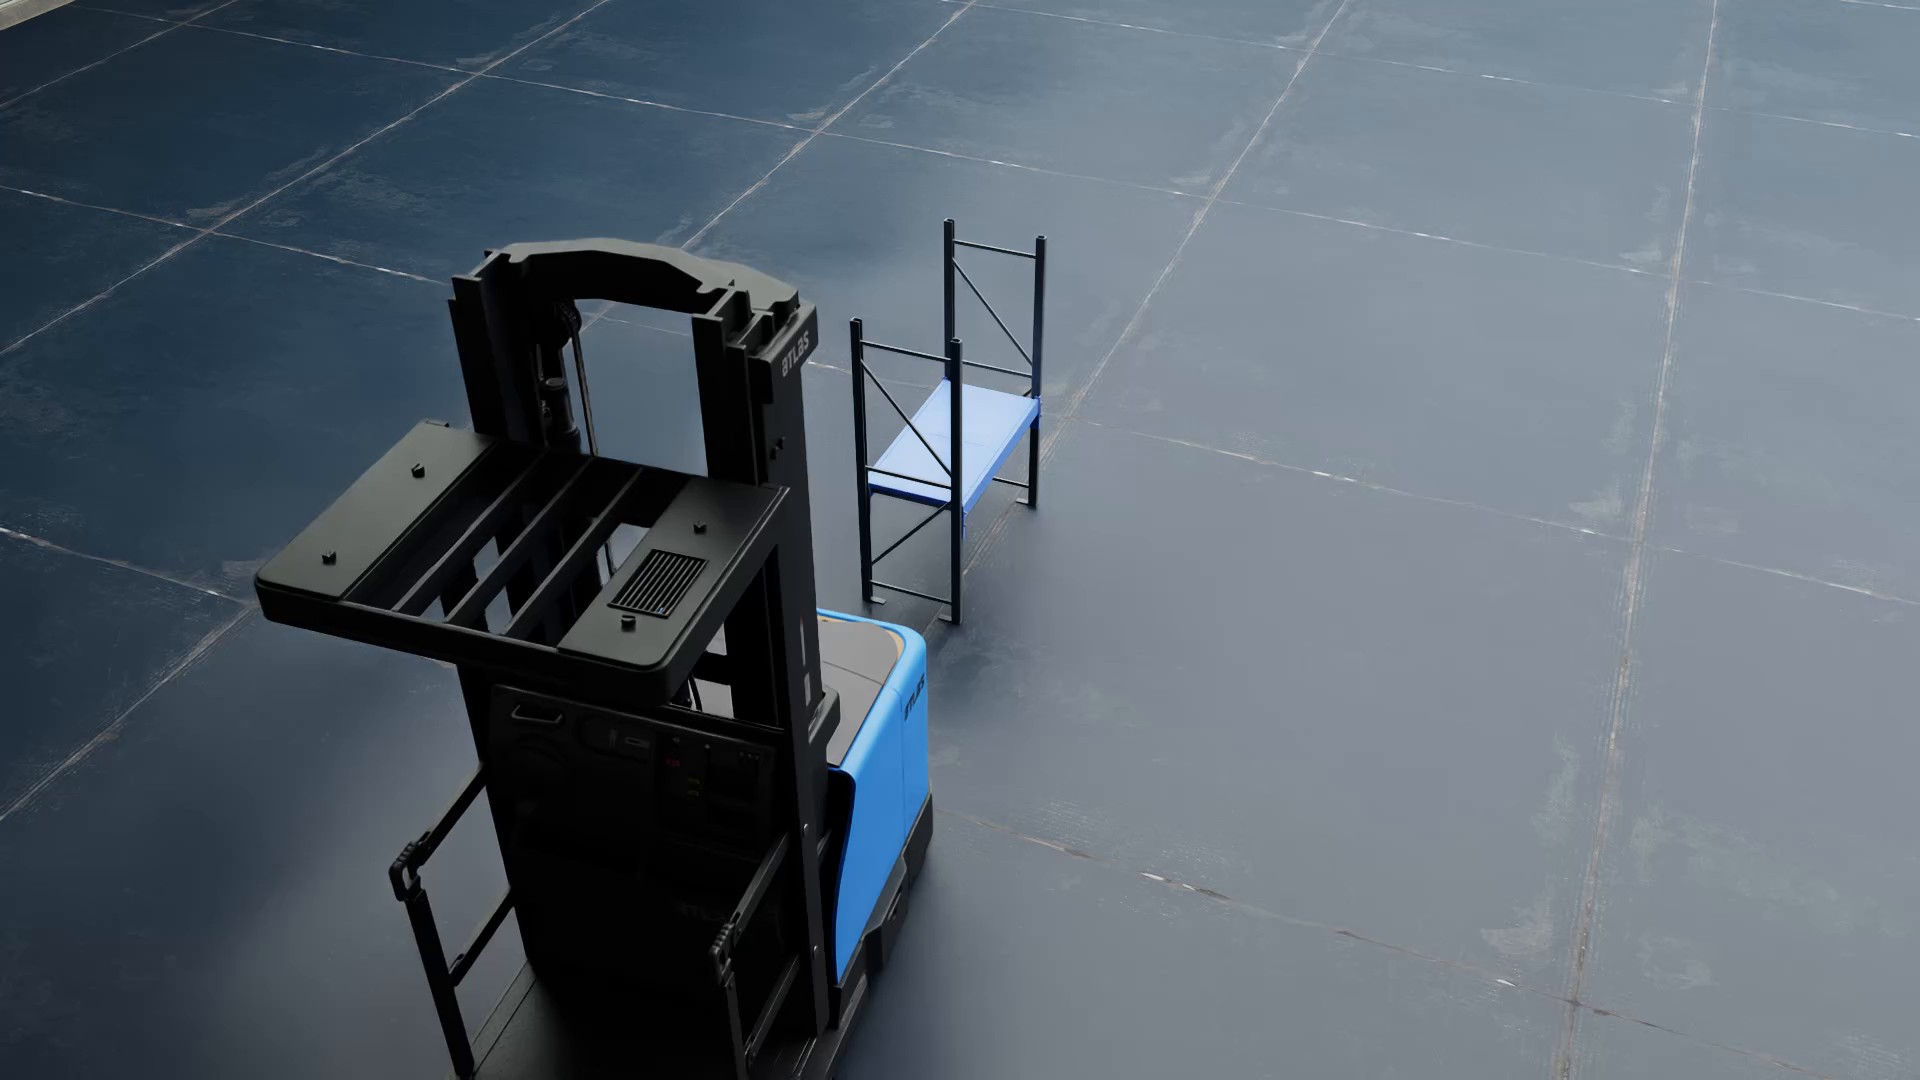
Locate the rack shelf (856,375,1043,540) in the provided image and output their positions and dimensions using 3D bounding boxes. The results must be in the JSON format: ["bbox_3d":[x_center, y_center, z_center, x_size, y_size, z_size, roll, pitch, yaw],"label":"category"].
[{"bbox_3d":[-0.032,-0.409,7.845,0.538,0.185,1.000,14,39,18],"label":"rack shelf"}]

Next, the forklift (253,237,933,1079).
[{"bbox_3d":[-1.045,0.761,4.783,1.130,2.935,3.031,11,38,14],"label":"forklift"}]

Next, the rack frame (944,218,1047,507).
[{"bbox_3d":[0.161,-0.835,8.114,0.500,1.500,0.032,14,39,18],"label":"rack frame"}]

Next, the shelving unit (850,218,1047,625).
[{"bbox_3d":[-0.032,-0.553,7.738,0.538,1.500,1.048,14,39,18],"label":"shelving unit"}]

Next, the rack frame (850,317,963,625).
[{"bbox_3d":[-0.226,-0.272,7.361,0.500,1.500,0.032,14,39,18],"label":"rack frame"}]
